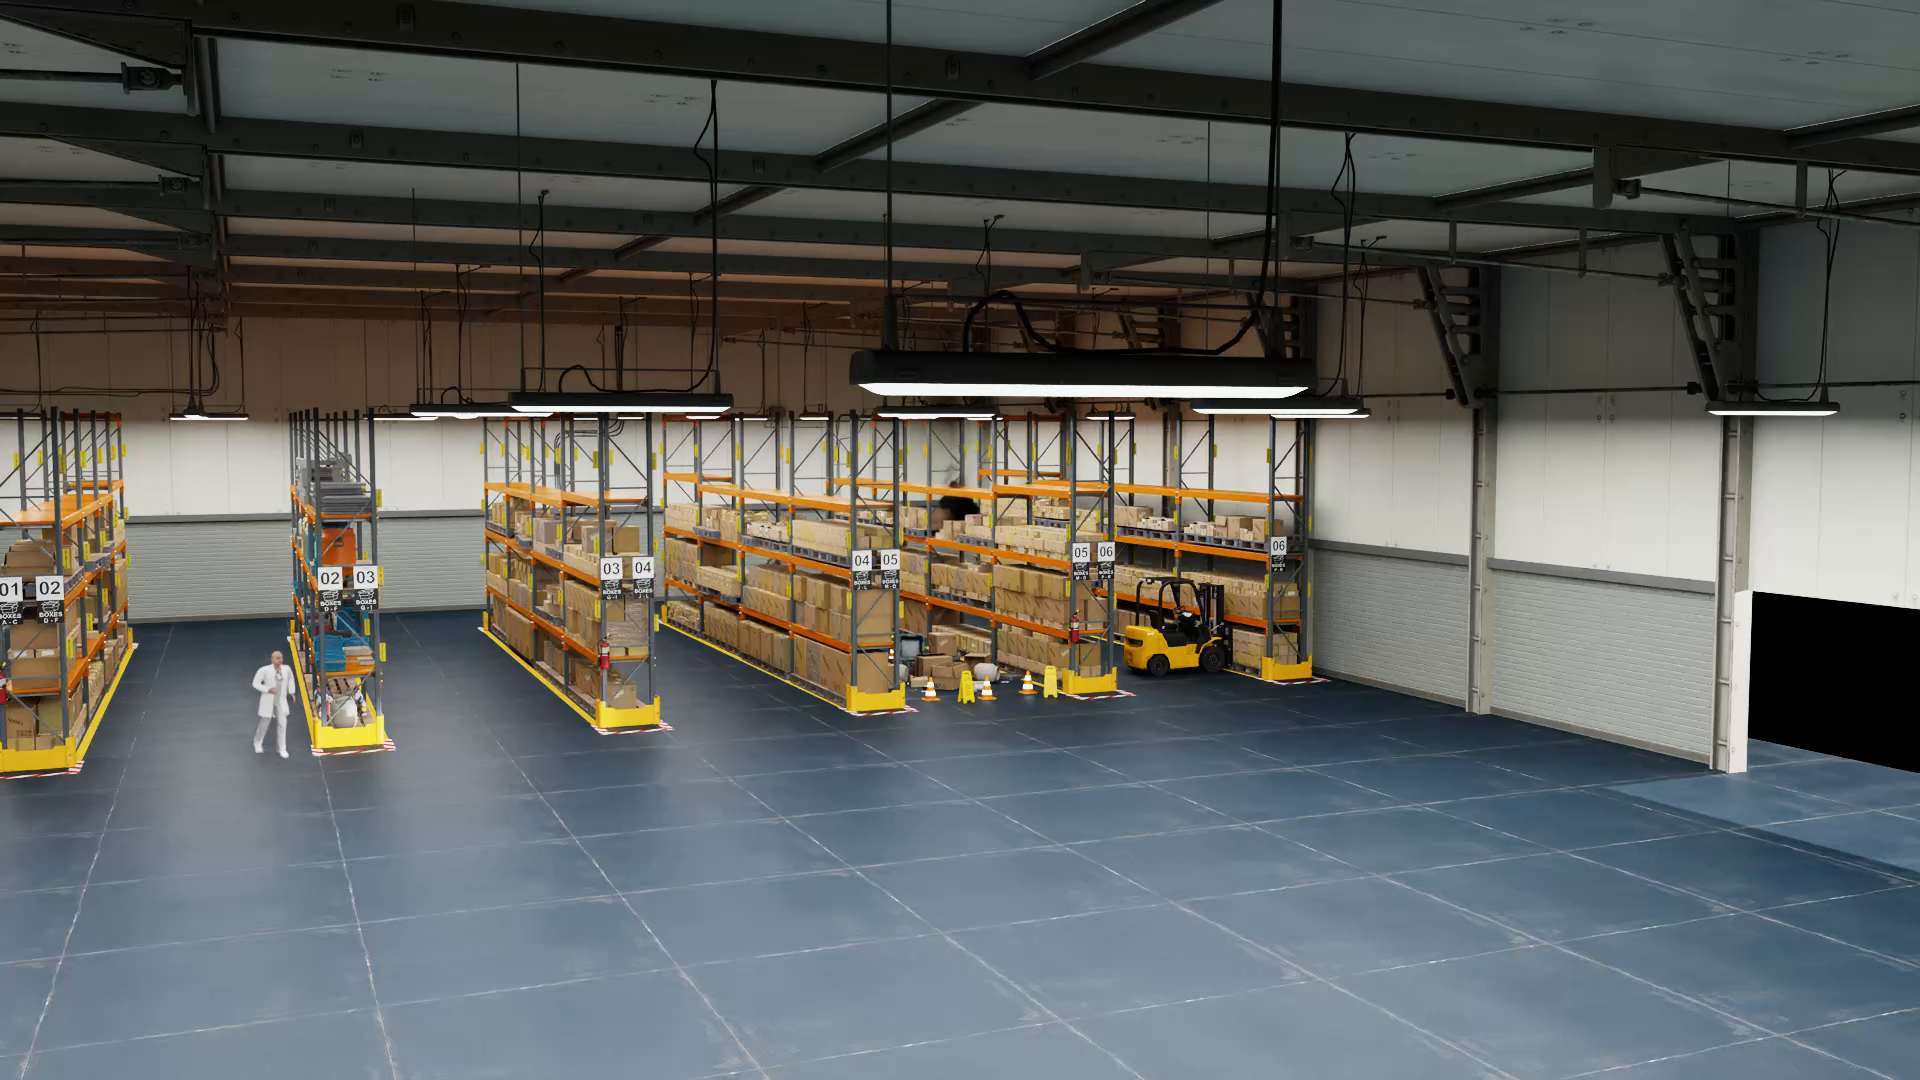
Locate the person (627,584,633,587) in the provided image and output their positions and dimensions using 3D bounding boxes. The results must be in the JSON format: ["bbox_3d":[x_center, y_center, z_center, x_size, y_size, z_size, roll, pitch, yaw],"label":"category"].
[{"bbox_3d":[-9.484,1.523,47.864,0.744,1.695,0.574,2,4,26],"label":"person"}]

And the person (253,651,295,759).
[{"bbox_3d":[-11.829,2.878,28.736,0.760,1.725,0.921,-4,5,-42],"label":"person"}]

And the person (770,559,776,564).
[{"bbox_3d":[-5.554,1.354,50.565,0.760,1.709,0.667,-2,4,-21],"label":"person"}]
